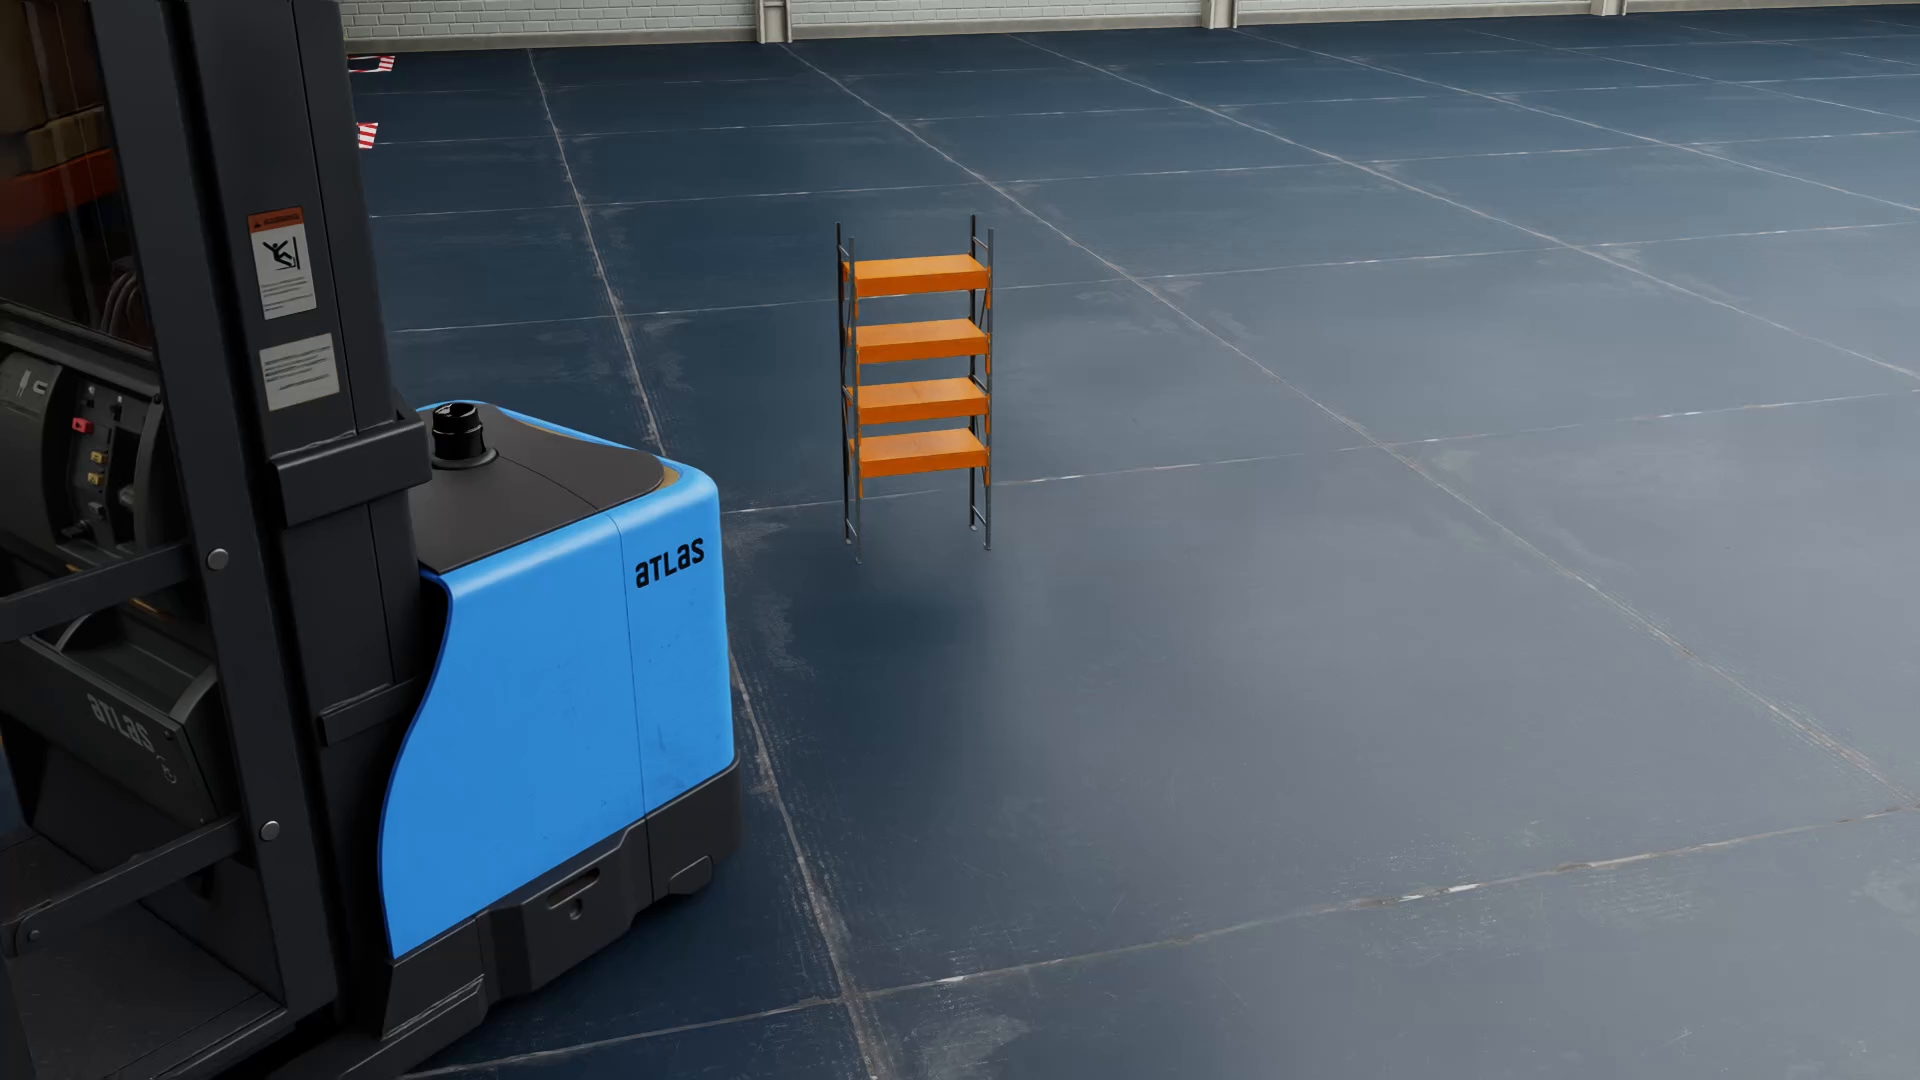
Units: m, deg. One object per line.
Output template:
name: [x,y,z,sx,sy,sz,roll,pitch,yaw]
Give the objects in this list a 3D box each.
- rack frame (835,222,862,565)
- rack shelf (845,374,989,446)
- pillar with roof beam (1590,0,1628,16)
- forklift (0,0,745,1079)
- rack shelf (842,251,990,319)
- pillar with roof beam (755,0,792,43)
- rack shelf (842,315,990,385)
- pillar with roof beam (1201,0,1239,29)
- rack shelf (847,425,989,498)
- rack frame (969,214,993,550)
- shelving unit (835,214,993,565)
rack frame: [-0.394,-0.508,5.912,0.015,1.200,0.240,-6,24,-14]
rack shelf: [-0.159,-0.472,5.999,0.480,0.148,0.258,-6,24,-14]
pillar with roof beam: [10.400,-10.003,18.151,0.400,9.000,9.100,-6,24,-14]
forklift: [-1.852,-0.175,2.940,1.130,2.935,3.031,17,28,34]
rack shelf: [-0.159,-0.895,5.817,0.480,0.148,0.258,-6,24,-14]
pillar with roof beam: [-1.154,-8.725,15.172,0.400,9.000,9.100,-6,24,-14]
rack shelf: [-0.159,-0.677,5.911,0.480,0.148,0.258,-6,24,-14]
pillar with roof beam: [4.623,-9.364,16.662,0.400,9.000,9.100,-6,24,-14]
rack shelf: [-0.159,-0.289,6.077,0.480,0.148,0.258,-6,24,-14]
rack frame: [0.076,-0.560,6.033,0.015,1.200,0.240,-6,24,-14]
shelving unit: [-0.159,-0.534,5.972,0.503,1.200,0.258,-6,24,-14]
